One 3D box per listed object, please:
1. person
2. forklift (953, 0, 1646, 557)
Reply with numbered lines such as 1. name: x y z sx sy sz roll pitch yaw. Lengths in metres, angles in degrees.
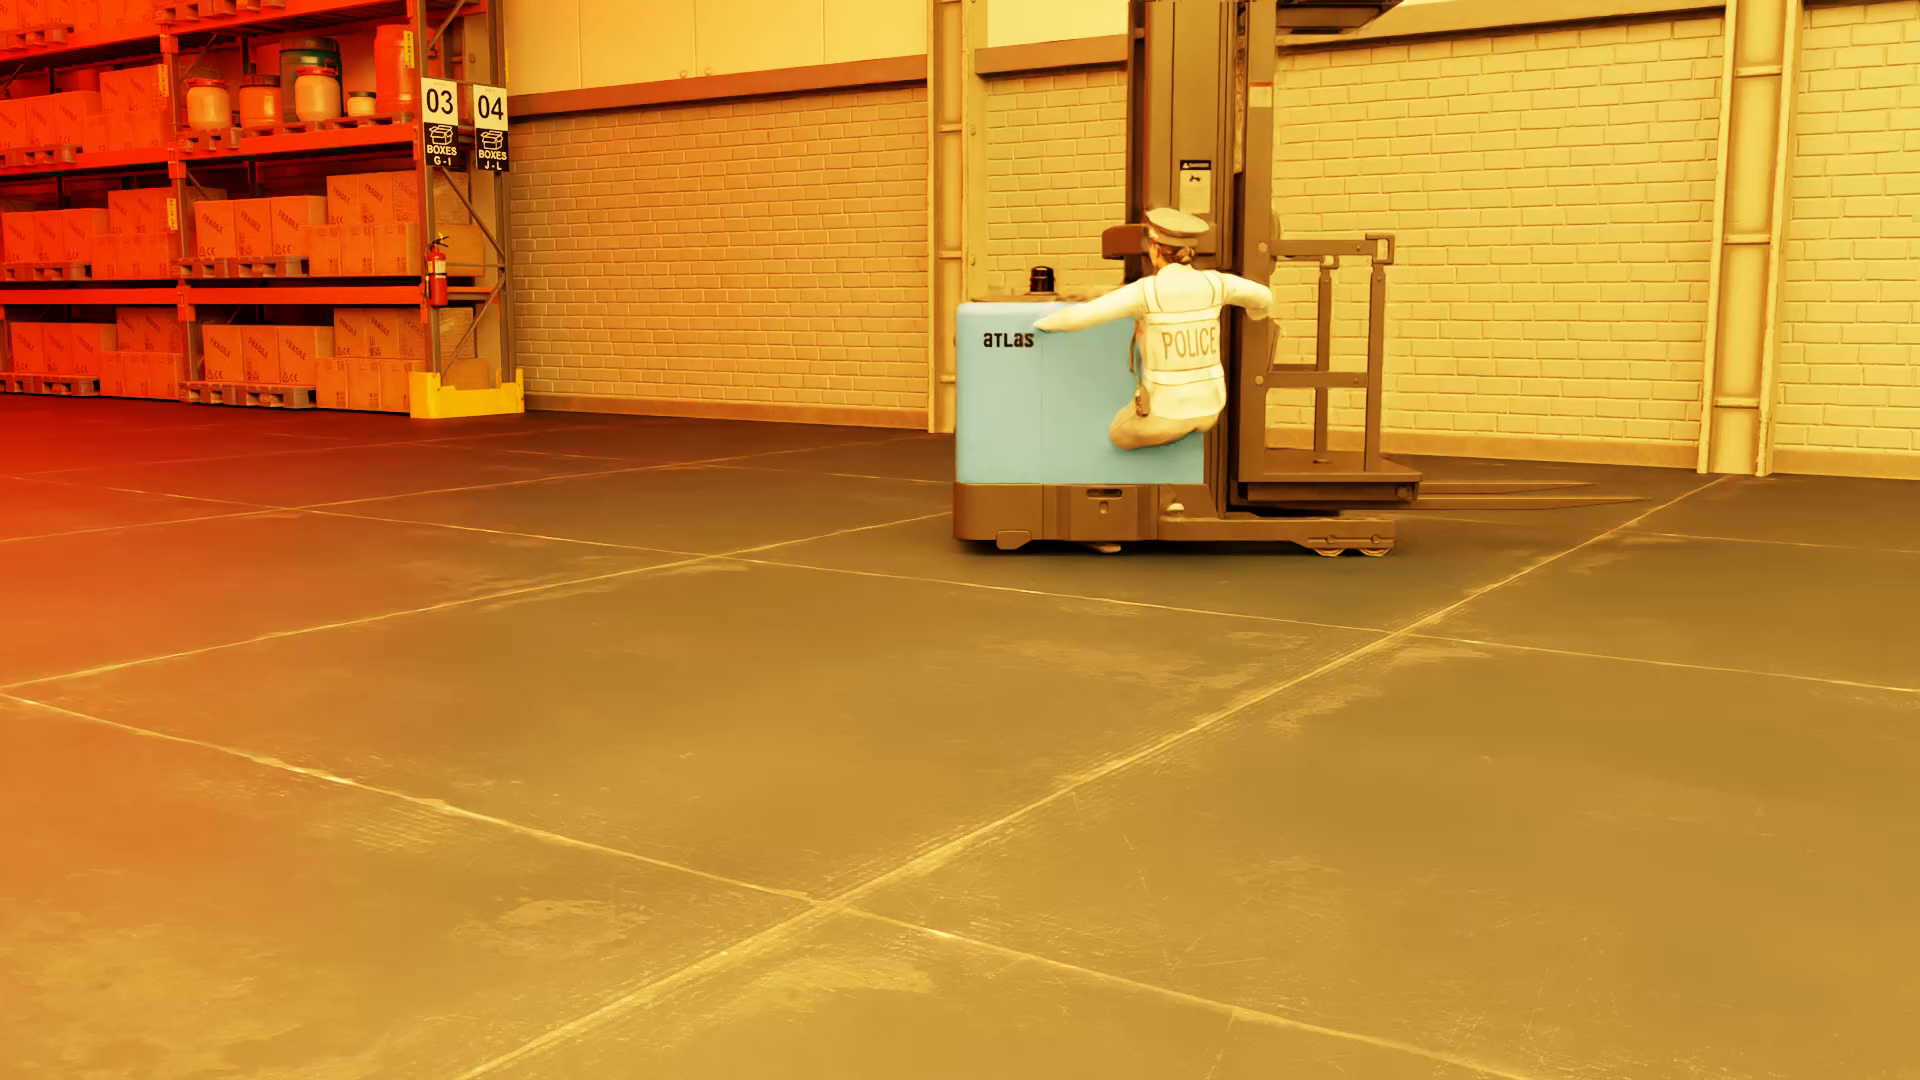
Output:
1. person: 0.819 -0.657 7.026 0.969 1.452 0.796 -4 9 -26
2. forklift: 1.485 -1.454 7.419 3.031 2.935 1.130 0 8 0
